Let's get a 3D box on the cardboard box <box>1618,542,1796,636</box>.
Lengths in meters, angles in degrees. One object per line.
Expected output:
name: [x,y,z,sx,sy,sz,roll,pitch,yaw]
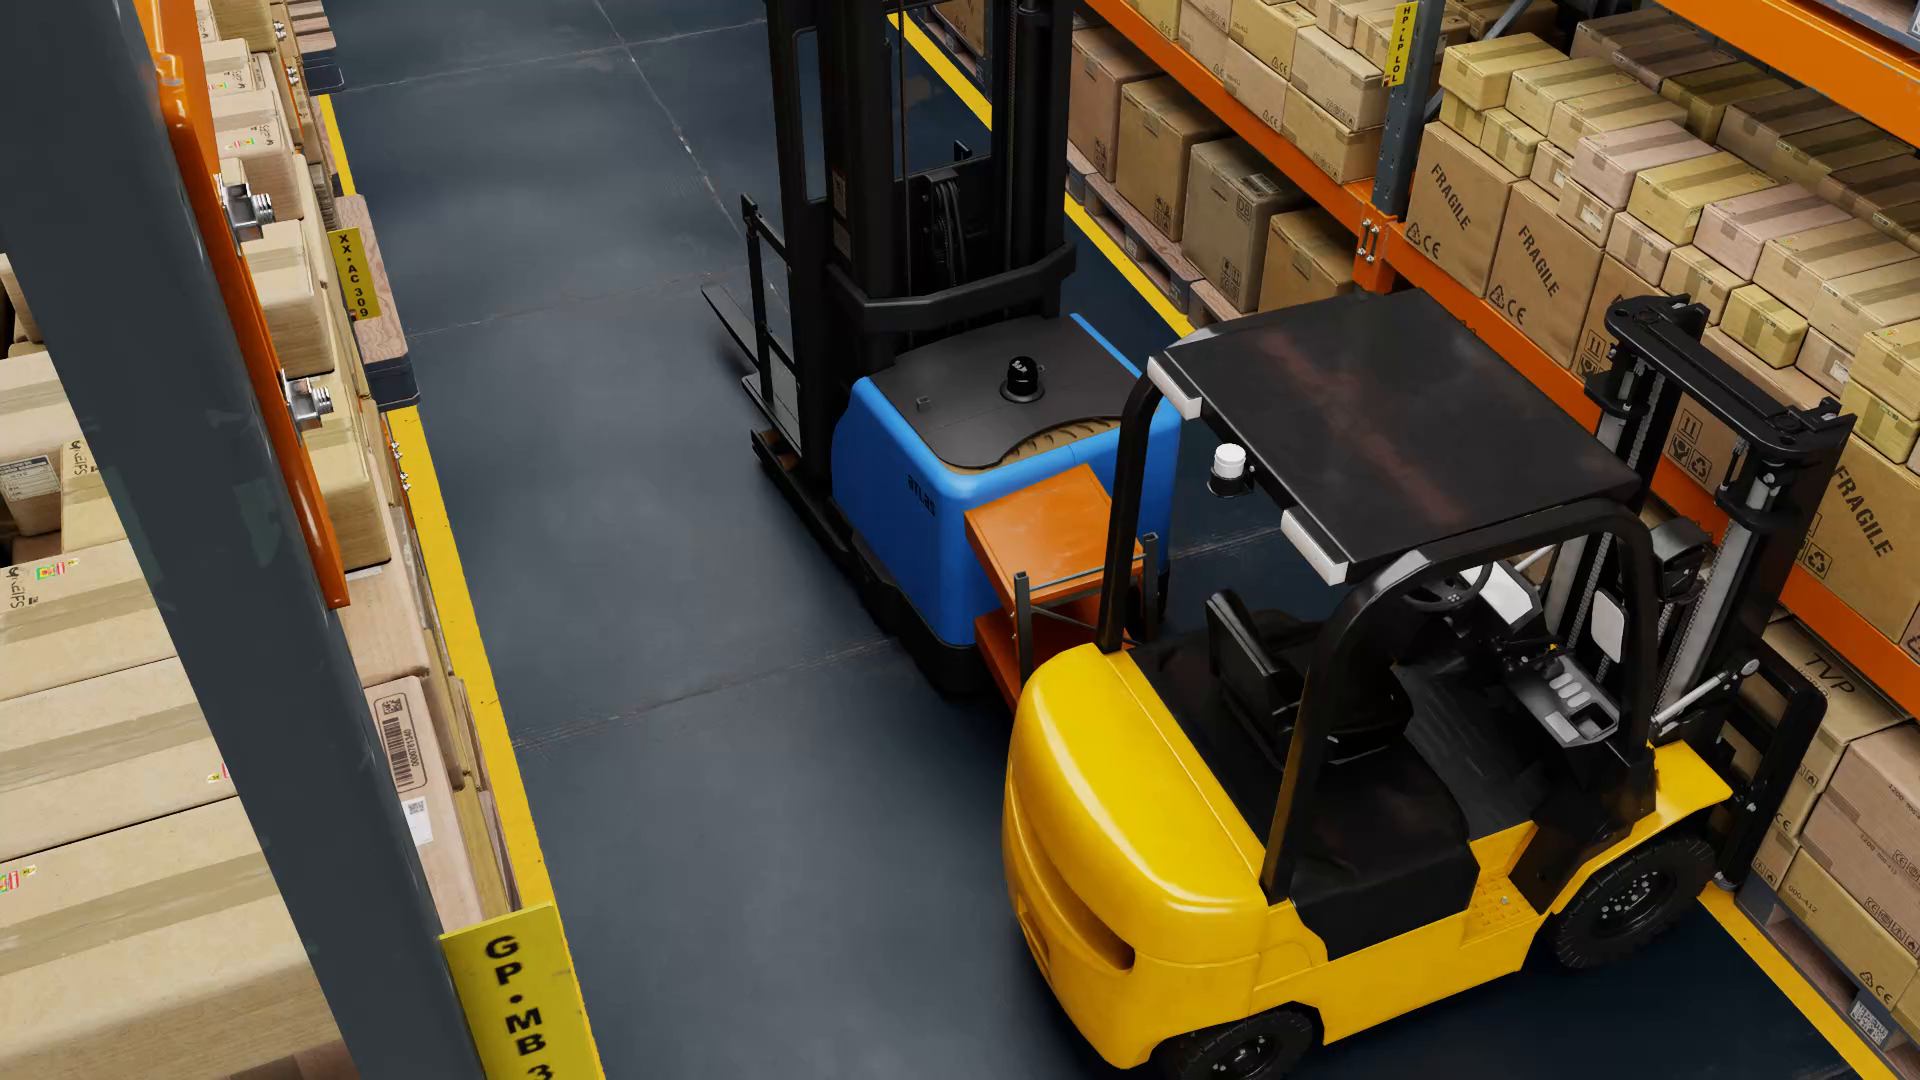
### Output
cardboard box: [2.645,0.190,5.749,0.500,0.250,0.500,-16,43,-18]

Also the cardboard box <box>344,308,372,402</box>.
cardboard box: [-2.016,-0.314,5.010,0.500,0.500,0.500,-16,43,-18]

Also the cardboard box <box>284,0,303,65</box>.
cardboard box: [-3.113,-2.272,6.964,0.500,0.500,0.500,-18,44,-20]

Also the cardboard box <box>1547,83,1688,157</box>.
cardboard box: [2.306,-1.454,5.838,0.380,0.149,0.250,-16,43,-18]

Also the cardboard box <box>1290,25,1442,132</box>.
cardboard box: [1.745,-1.974,6.977,0.500,0.250,0.500,-16,43,-18]

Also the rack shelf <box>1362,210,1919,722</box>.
rack shelf: [2.934,-0.132,5.655,1.077,0.370,4.000,-15,43,-17]

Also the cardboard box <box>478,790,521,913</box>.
cardboard box: [-1.549,1.132,4.844,0.500,0.500,0.500,-13,42,-15]

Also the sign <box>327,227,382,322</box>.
sign: [-1.917,-0.837,5.259,0.100,0.325,0.005,-15,43,-17]

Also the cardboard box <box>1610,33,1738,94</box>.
cardboard box: [2.628,-1.728,6.157,0.380,0.149,0.250,-16,43,-18]

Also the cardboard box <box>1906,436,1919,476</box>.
cardboard box: [2.910,-0.242,4.657,0.380,0.149,0.250,-16,43,-18]

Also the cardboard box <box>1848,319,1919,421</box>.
cardboard box: [2.787,-0.504,4.733,0.380,0.149,0.250,-14,43,-16]

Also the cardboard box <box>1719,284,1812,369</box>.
cardboard box: [2.621,-0.700,5.189,0.380,0.149,0.250,-16,43,-18]

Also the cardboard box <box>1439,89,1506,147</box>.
cardboard box: [2.048,-1.636,6.278,0.380,0.149,0.250,-16,43,-18]

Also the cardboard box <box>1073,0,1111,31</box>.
cardboard box: [0.865,-2.899,9.820,0.875,0.625,0.625,-14,43,-16]

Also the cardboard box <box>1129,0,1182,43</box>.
cardboard box: [1.171,-2.709,8.214,0.500,0.250,0.500,-14,43,-15]

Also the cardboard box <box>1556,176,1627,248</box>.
cardboard box: [2.300,-1.163,5.728,0.380,0.149,0.250,-14,43,-16]

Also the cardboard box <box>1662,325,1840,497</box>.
cardboard box: [2.680,-0.393,5.329,0.500,0.500,0.500,-15,43,-17]

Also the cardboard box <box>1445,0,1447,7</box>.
cardboard box: [2.179,-2.334,7.089,0.380,0.149,0.250,-16,43,-18]

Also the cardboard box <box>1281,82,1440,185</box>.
cardboard box: [1.735,-1.791,7.147,0.500,0.250,0.500,-14,43,-16]

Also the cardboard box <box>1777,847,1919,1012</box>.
cardboard box: [3.046,1.177,5.368,0.500,0.250,0.500,-15,43,-17]

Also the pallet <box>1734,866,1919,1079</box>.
pallet: [3.368,1.407,5.452,1.003,0.211,1.213,-15,43,-17]

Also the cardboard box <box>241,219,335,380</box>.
cardboard box: [-1.217,-0.356,2.644,0.380,0.149,0.250,-14,43,-16]

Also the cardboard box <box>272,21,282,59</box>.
cardboard box: [-1.997,-1.363,4.120,0.500,0.250,0.500,-15,43,-17]

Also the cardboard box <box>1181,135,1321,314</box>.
cardboard box: [1.669,-1.650,8.367,0.875,0.625,0.625,-16,43,-17]

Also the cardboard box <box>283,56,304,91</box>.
cardboard box: [-2.522,-1.335,5.875,0.500,0.500,0.500,-15,43,-17]

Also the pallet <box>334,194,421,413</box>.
pallet: [-2.574,-0.793,6.019,1.003,0.211,1.213,-15,43,-17]

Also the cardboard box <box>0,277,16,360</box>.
cardboard box: [-1.919,-0.312,2.899,0.500,0.250,0.500,-15,43,-16]

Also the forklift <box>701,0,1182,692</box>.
forklift: [-0.298,-1.472,6.714,1.130,2.935,3.031,-19,44,-21]

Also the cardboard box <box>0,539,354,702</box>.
cardboard box: [-0.982,0.117,2.094,0.380,0.149,0.250,-15,43,-17]

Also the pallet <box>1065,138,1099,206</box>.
pallet: [0.918,-2.456,9.945,1.003,0.211,1.213,-15,43,-17]

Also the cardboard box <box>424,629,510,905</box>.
cardboard box: [-1.409,0.613,3.932,0.500,0.500,0.500,-16,43,-18]

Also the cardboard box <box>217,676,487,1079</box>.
cardboard box: [-0.831,0.478,1.980,0.500,0.250,0.500,-16,43,-18]

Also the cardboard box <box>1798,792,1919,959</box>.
cardboard box: [3.043,0.974,5.221,0.500,0.250,0.500,-16,43,-17]

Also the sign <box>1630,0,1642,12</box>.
sign: [2.681,-2.107,6.675,0.100,0.325,0.005,-15,43,-17]

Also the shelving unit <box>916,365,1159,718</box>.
shelving unit: [0.285,0.152,6.181,0.538,1.125,1.048,-16,43,-12]

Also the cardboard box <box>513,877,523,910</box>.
cardboard box: [-1.728,1.121,5.432,0.500,0.250,0.500,-16,43,-18]

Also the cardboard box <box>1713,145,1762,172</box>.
cardboard box: [2.886,-1.314,5.903,0.380,0.149,0.250,-15,43,-17]

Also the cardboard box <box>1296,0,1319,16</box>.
cardboard box: [1.673,-2.355,7.114,0.380,0.149,0.250,-15,43,-17]

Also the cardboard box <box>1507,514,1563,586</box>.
cardboard box: [2.445,0.061,6.282,0.500,0.250,0.500,-15,43,-17]

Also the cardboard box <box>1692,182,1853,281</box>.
cardboard box: [2.583,-0.984,5.292,0.380,0.149,0.250,-15,43,-17]

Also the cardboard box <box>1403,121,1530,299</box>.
cardboard box: [2.098,-1.315,6.402,0.500,0.500,0.500,-16,43,-18]

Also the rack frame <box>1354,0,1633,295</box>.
rack frame: [2.169,-1.610,6.821,1.000,3.000,0.127,-15,43,-17]

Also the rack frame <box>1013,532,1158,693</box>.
rack frame: [0.453,0.466,5.818,0.500,1.125,0.032,-16,43,-12]

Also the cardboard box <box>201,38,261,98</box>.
cardboard box: [-1.534,-0.812,3.175,0.380,0.149,0.250,-15,43,-16]

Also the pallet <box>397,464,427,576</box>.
pallet: [-2.715,0.219,6.833,1.003,0.211,1.213,-15,43,-17]

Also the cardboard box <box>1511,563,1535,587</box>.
cardboard box: [2.468,0.255,6.439,0.500,0.250,0.500,-14,43,-16]

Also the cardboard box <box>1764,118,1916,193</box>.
cardboard box: [2.976,-1.275,5.630,0.380,0.149,0.250,-16,43,-18]

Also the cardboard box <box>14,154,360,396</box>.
cardboard box: [-1.413,-0.447,3.055,0.500,0.250,0.500,-14,43,-16]

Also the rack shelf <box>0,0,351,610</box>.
rack shelf: [-1.650,-1.165,2.257,1.077,0.370,4.000,-15,43,-17]

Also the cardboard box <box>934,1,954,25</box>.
cardboard box: [0.096,-3.736,10.889,0.500,0.500,0.500,-16,43,-17]
